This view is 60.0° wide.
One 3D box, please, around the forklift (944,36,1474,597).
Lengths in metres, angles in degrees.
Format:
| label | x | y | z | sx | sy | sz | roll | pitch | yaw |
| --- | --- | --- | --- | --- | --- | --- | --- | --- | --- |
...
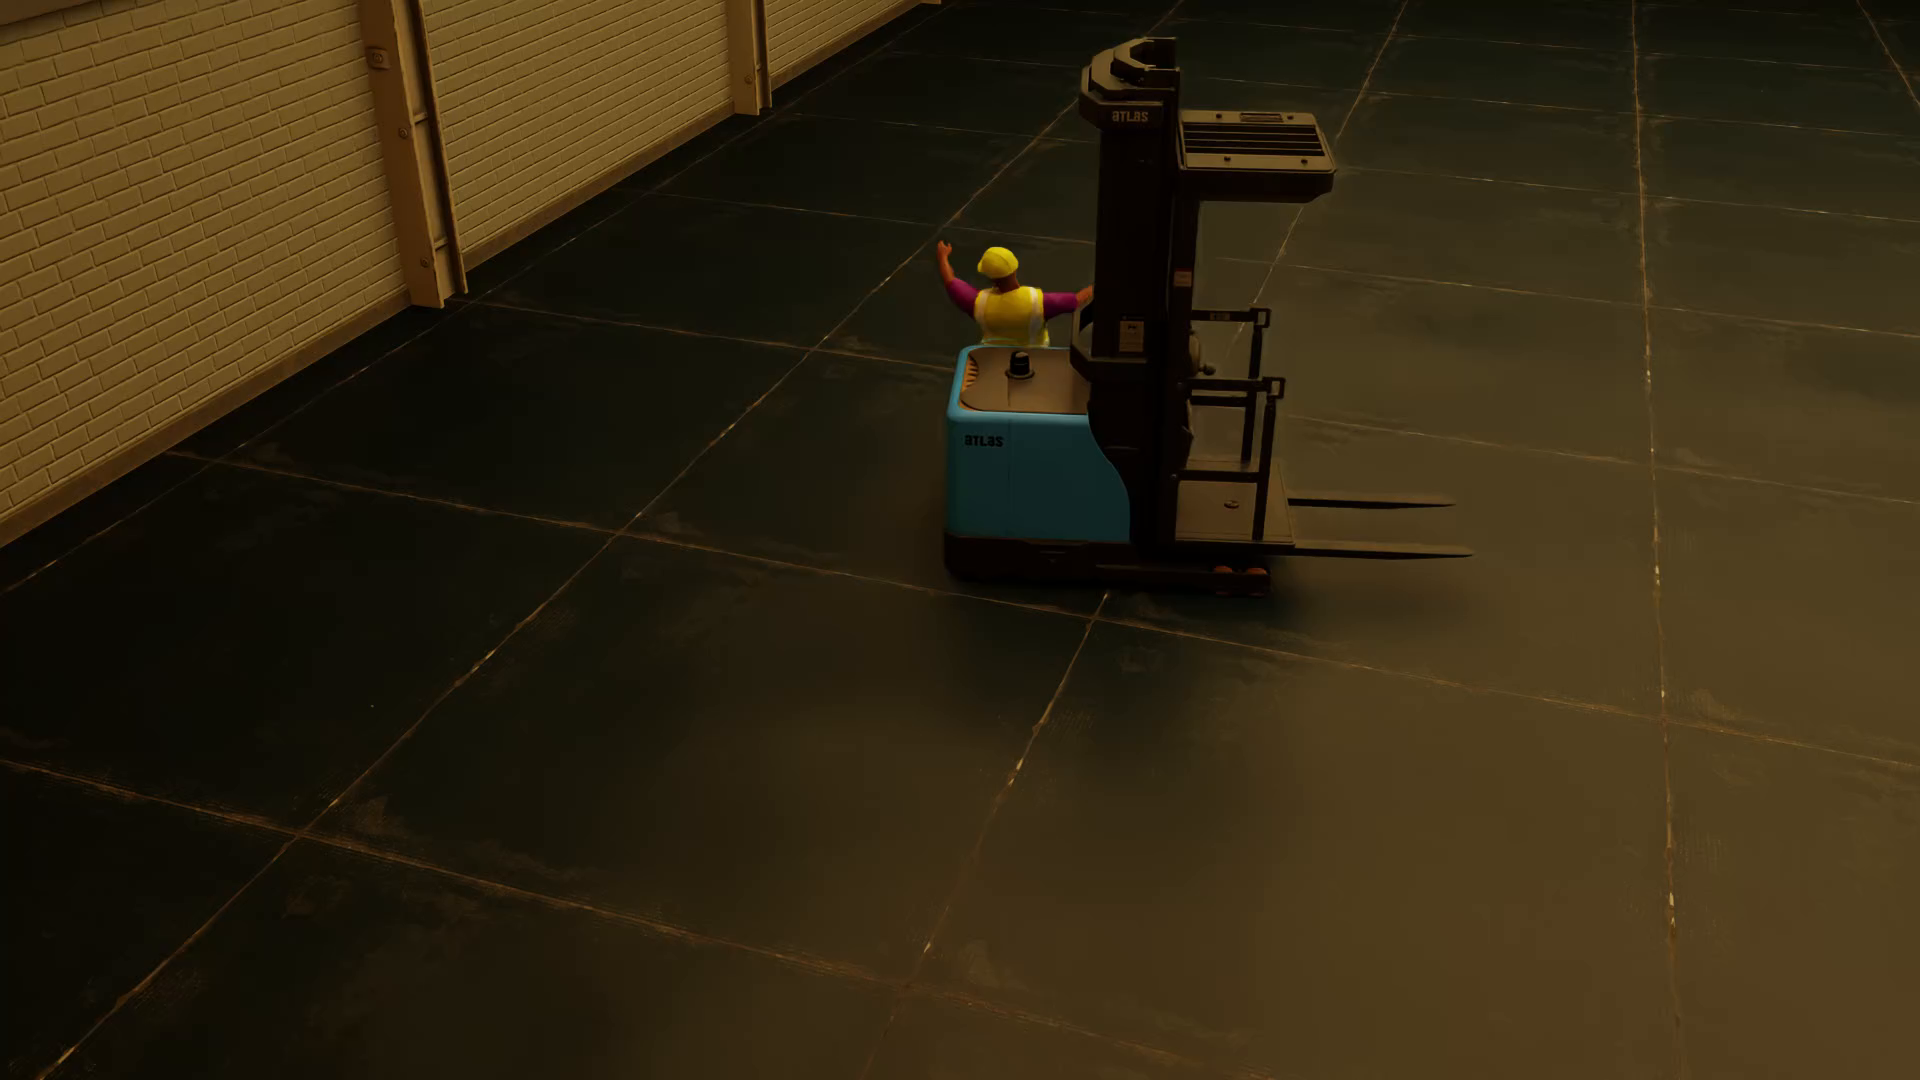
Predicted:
| label | x | y | z | sx | sy | sz | roll | pitch | yaw |
| --- | --- | --- | --- | --- | --- | --- | --- | --- | --- |
| forklift | 1.454 | -1.223 | 9.282 | 3.031 | 2.935 | 1.130 | 2 | 30 | 4 |

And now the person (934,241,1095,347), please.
| label | x | y | z | sx | sy | sz | roll | pitch | yaw |
| --- | --- | --- | --- | --- | --- | --- | --- | --- | --- |
| person | 0.363 | -1.164 | 10.604 | 1.162 | 1.635 | 0.723 | 4 | 30 | 8 |
